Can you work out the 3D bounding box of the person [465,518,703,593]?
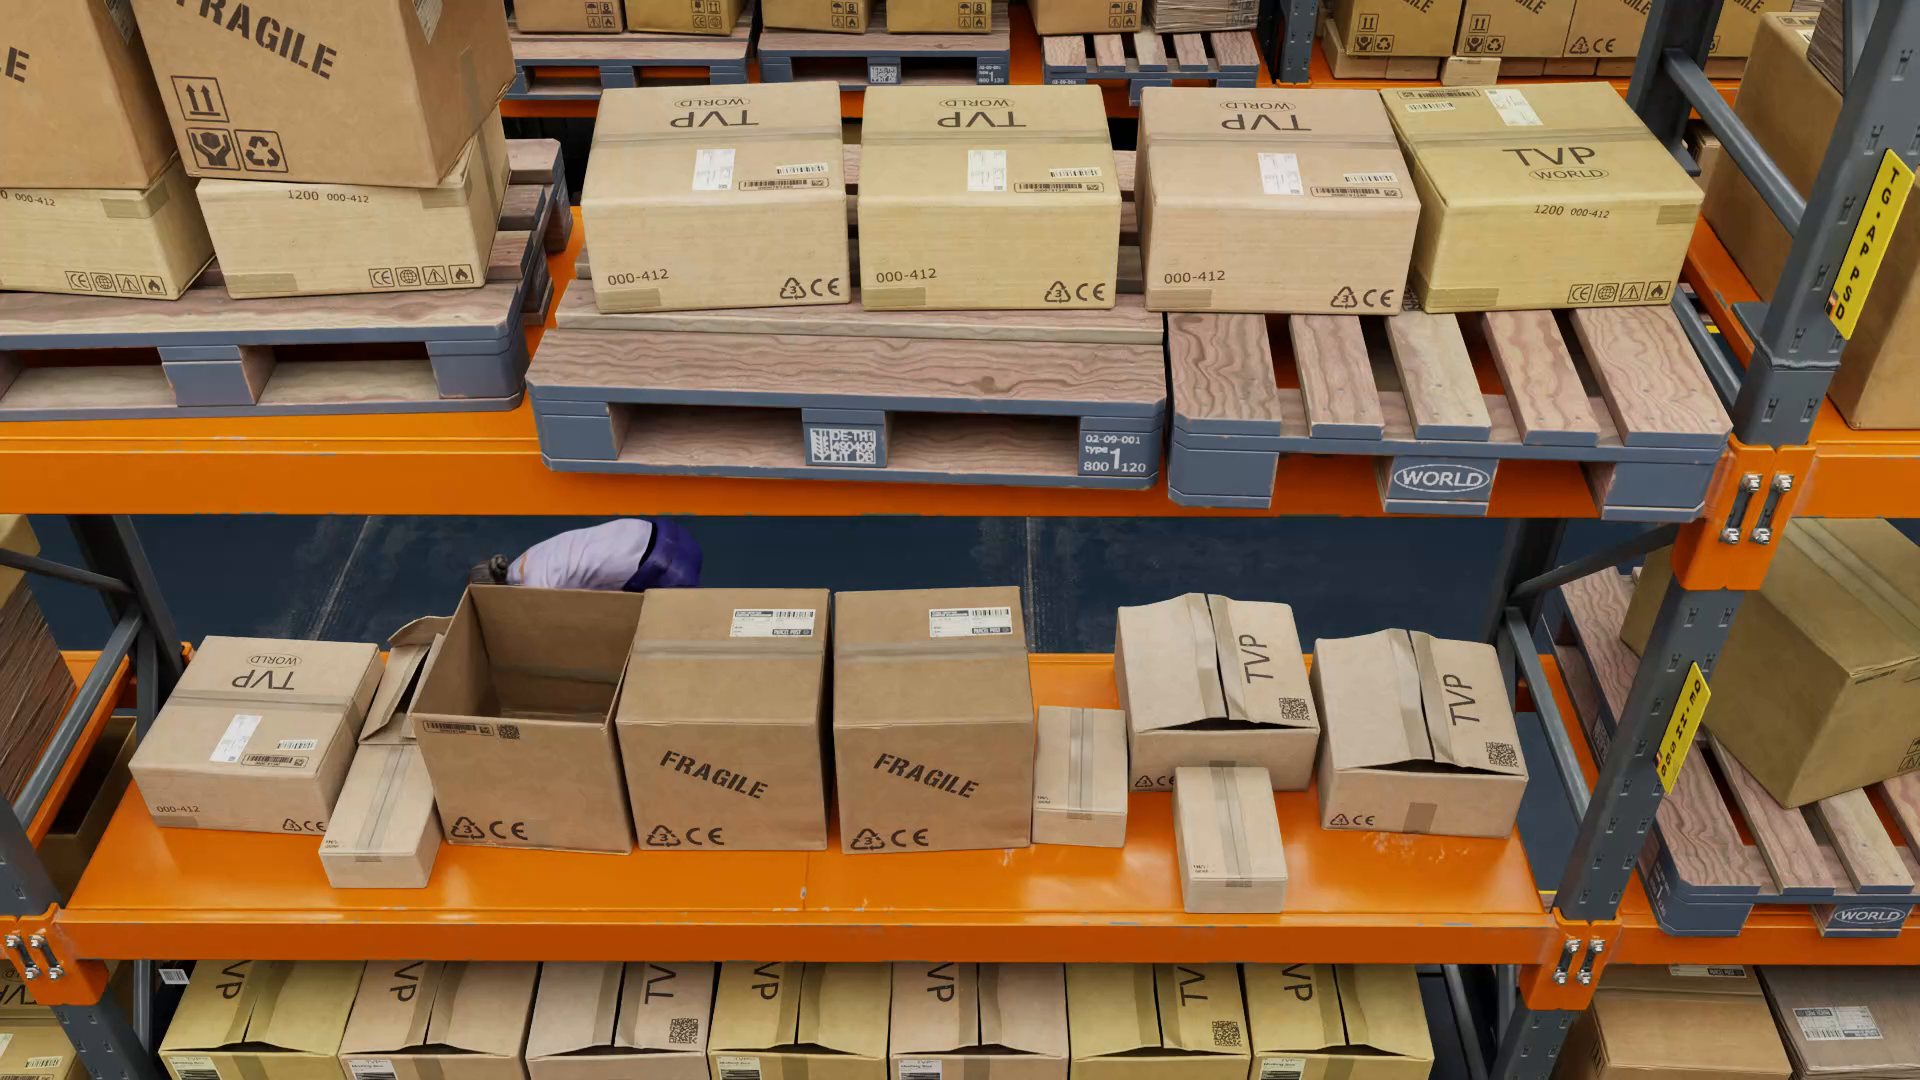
[{"bbox_3d":[-1.421,0.323,6.401,0.898,0.855,0.508,-2,40,-2],"label":"person"}]
